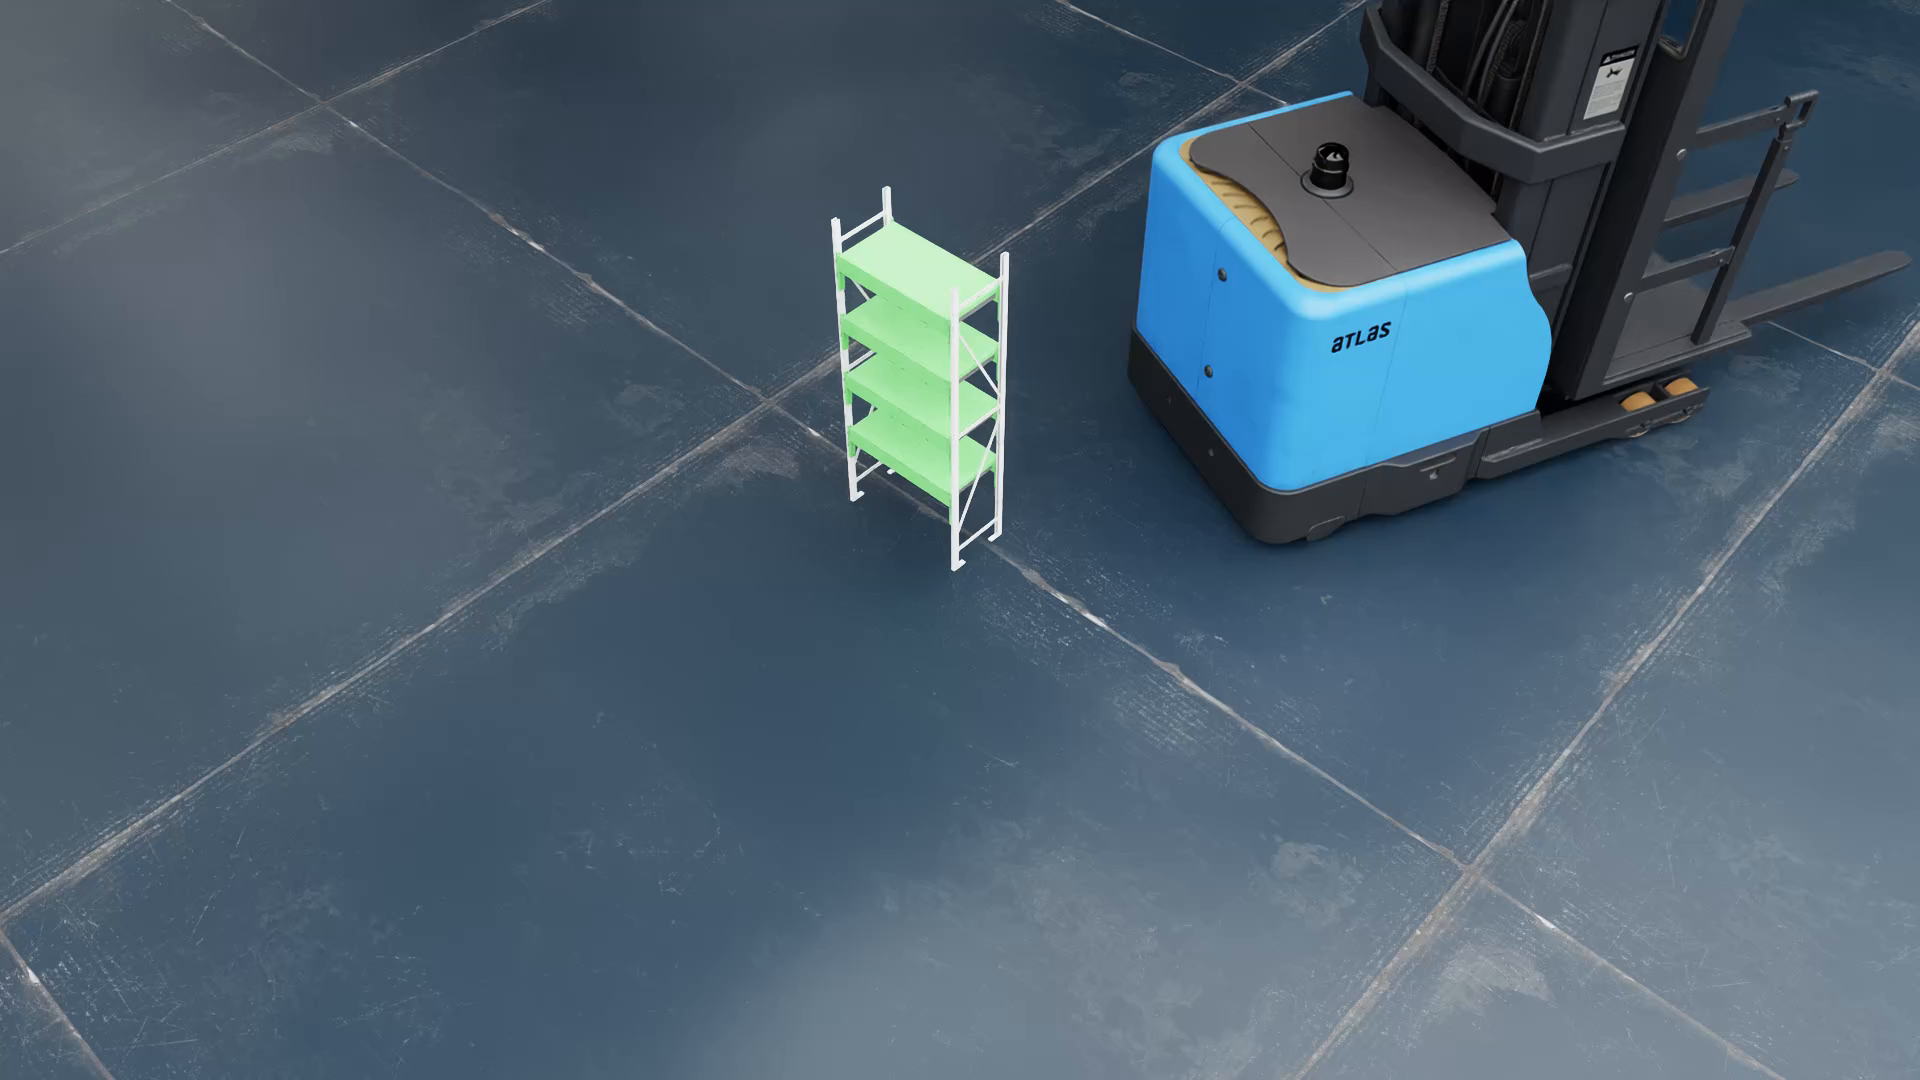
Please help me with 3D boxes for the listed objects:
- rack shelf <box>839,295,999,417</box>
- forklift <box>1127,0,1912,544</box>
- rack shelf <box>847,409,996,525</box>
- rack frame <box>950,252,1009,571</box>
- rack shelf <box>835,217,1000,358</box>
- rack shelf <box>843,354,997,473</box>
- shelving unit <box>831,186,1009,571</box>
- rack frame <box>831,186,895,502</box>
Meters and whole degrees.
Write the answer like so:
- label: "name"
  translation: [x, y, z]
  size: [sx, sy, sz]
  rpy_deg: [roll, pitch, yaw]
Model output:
- label: "rack shelf"
  translation: [-0.122, -0.613, 5.261]
  size: [0.480, 0.148, 0.258]
  rpy_deg: [34, 55, 28]
- label: "forklift"
  translation: [2.190, -1.714, 5.349]
  size: [3.031, 2.935, 1.130]
  rpy_deg: [-18, 49, -16]
- label: "rack shelf"
  translation: [-0.122, -0.285, 5.611]
  size: [0.480, 0.148, 0.258]
  rpy_deg: [34, 55, 28]
- label: "rack frame"
  translation: [0.058, -0.372, 5.276]
  size: [0.015, 1.200, 0.240]
  rpy_deg: [34, 55, 28]
- label: "rack shelf"
  translation: [-0.122, -0.777, 5.086]
  size: [0.480, 0.148, 0.258]
  rpy_deg: [34, 55, 28]
- label: "rack shelf"
  translation: [-0.122, -0.449, 5.436]
  size: [0.480, 0.148, 0.258]
  rpy_deg: [34, 55, 28]
- label: "shelving unit"
  translation: [-0.122, -0.493, 5.389]
  size: [0.503, 1.200, 0.258]
  rpy_deg: [34, 55, 28]
- label: "rack frame"
  translation: [-0.301, -0.613, 5.503]
  size: [0.015, 1.200, 0.240]
  rpy_deg: [34, 55, 28]
